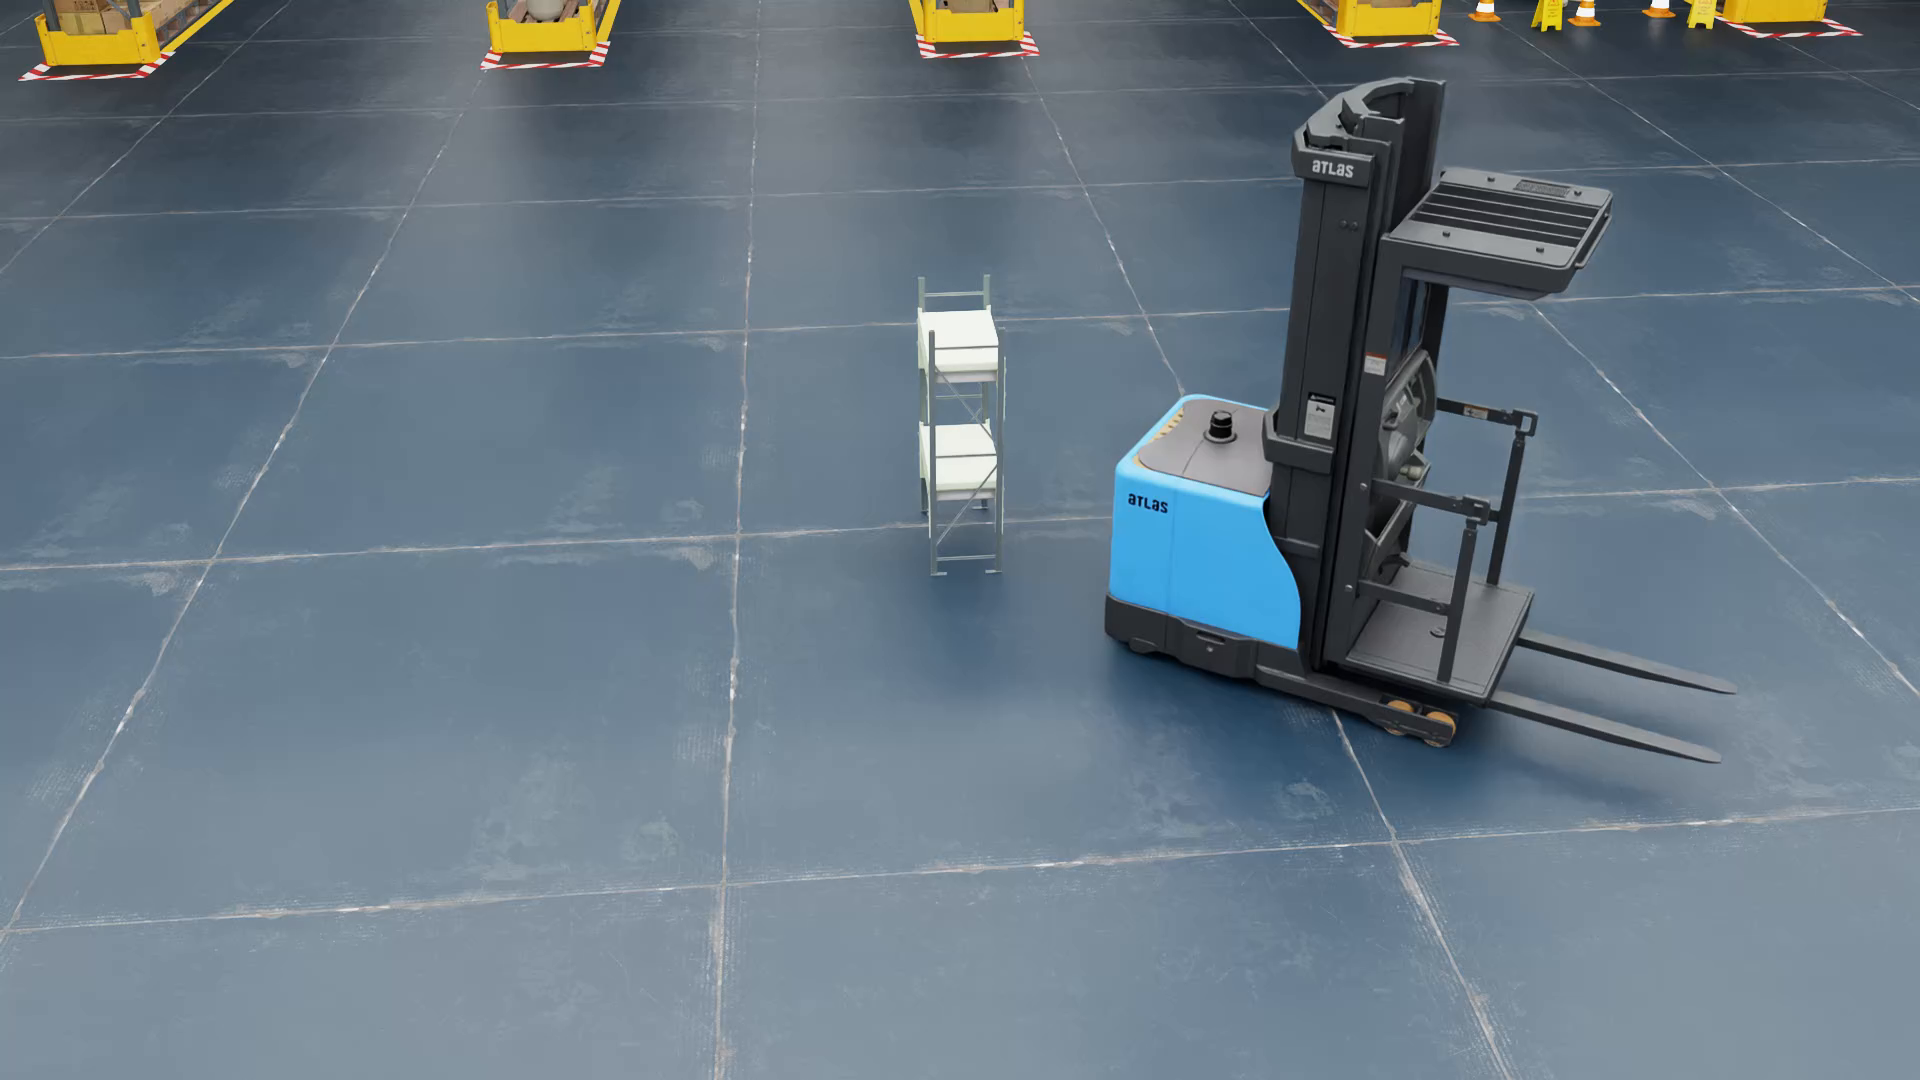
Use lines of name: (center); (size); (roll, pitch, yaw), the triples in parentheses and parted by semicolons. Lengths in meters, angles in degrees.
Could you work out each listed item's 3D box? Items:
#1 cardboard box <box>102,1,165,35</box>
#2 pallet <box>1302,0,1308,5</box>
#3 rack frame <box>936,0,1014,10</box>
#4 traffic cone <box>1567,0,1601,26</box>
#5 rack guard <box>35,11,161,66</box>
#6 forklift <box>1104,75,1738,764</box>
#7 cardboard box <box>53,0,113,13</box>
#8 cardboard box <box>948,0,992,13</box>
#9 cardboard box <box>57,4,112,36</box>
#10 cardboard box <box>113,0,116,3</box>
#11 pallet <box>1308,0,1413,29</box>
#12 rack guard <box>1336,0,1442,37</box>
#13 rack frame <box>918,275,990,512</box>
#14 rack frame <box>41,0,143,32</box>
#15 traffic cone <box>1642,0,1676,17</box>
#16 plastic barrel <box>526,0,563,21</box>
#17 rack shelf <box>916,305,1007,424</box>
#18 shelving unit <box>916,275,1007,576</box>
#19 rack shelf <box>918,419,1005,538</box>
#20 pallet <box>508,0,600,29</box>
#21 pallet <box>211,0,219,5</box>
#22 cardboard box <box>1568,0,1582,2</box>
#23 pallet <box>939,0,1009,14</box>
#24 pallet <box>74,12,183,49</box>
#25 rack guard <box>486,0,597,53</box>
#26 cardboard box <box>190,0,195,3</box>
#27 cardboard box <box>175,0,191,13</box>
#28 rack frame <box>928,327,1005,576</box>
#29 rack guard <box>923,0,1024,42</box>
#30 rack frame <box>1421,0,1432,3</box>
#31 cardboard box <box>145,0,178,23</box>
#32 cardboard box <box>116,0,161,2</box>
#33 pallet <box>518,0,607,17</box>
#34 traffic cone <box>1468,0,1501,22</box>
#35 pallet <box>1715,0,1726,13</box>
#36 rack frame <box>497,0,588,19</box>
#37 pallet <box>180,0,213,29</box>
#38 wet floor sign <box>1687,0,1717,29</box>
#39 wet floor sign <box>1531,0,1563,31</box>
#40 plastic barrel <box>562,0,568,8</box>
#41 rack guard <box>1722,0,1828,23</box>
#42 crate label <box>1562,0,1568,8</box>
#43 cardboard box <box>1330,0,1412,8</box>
cardboard box: (-9.527, -6.021, 19.176); (0.500, 0.250, 0.500); (-3, 31, -5)
pallet: (4.849, -7.224, 21.638); (1.003, 0.211, 1.213); (-3, 31, -5)
rack frame: (0.165, -7.209, 18.894); (1.000, 3.000, 0.127); (-3, 31, -5)
traffic cone: (7.634, -6.526, 20.224); (0.336, 0.463, 0.334); (-3, 31, -5)
rack guard: (-9.696, -5.651, 18.723); (1.175, 0.500, 0.348); (-3, 31, -5)
forklift: (2.308, -0.568, 7.842); (3.031, 2.935, 1.130); (16, 34, 24)
cardboard box: (-10.045, -6.318, 18.942); (0.500, 0.500, 0.500); (-3, 31, -5)
cardboard box: (0.123, -6.636, 19.962); (0.500, 0.500, 0.500); (3, 31, 5)
cardboard box: (-10.043, -5.996, 19.135); (0.500, 0.250, 0.500); (-3, 31, -5)
cardboard box: (-10.101, -6.250, 19.561); (0.500, 0.250, 0.500); (-3, 31, -5)
pallet: (4.960, -6.602, 20.598); (1.003, 0.211, 1.213); (-3, 31, -5)
rack guard: (5.115, -6.310, 19.826); (1.175, 0.500, 0.348); (-3, 31, -5)
rack frame: (-0.034, -0.827, 9.673); (0.400, 1.500, 0.023); (-3, 31, -5)
rack frame: (-9.698, -6.736, 18.103); (1.000, 3.000, 0.127); (-3, 31, -5)
traffic cone: (8.707, -6.752, 20.604); (0.336, 0.463, 0.334); (-3, 31, -5)
plastic barrel: (-4.904, -6.416, 19.583); (0.421, 0.512, 0.421); (0, 31, 0)
rack shelf: (0.001, -0.976, 9.160); (0.431, 0.370, 0.720); (-3, 31, -5)
shelving unit: (0.001, -0.640, 9.360); (0.431, 1.500, 0.755); (-3, 31, -5)
rack shelf: (0.001, -0.361, 9.527); (0.431, 0.370, 0.720); (-3, 31, -5)
pallet: (-4.891, -6.226, 19.968); (1.003, 0.211, 1.213); (-3, 31, -5)
pallet: (-10.040, -7.173, 21.554); (1.003, 0.211, 1.213); (-3, 31, -5)
cardboard box: (7.898, -7.032, 21.378); (0.380, 0.149, 0.250); (13, 33, 21)
pallet: (0.117, -6.467, 20.371); (1.003, 0.211, 1.213); (-3, 31, -5)
pallet: (-9.812, -5.928, 19.468); (1.003, 0.211, 1.213); (-3, 31, -5)
rack guard: (-4.820, -5.935, 19.199); (1.175, 0.500, 0.348); (-3, 31, -5)
cardboard box: (-9.665, -6.786, 20.459); (0.500, 0.250, 0.500); (-3, 31, -5)
cardboard box: (-9.624, -6.531, 20.031); (0.500, 0.250, 0.500); (-3, 31, -5)
rack frame: (0.035, -0.454, 9.047); (0.400, 1.500, 0.023); (-3, 31, -5)
rack guard: (0.158, -6.175, 19.600); (1.175, 0.500, 0.348); (-3, 31, -5)
rack frame: (5.113, -7.395, 19.205); (1.000, 3.000, 0.127); (-3, 31, -5)
cardboard box: (-9.577, -6.276, 19.603); (0.500, 0.250, 0.500); (-3, 31, -5)
cardboard box: (-9.576, -6.598, 19.411); (0.500, 0.500, 0.500); (-3, 31, -5)
pallet: (-5.002, -6.848, 21.008); (1.003, 0.211, 1.213); (-3, 31, -5)
traffic cone: (6.477, -6.645, 20.424); (0.336, 0.463, 0.334); (-3, 31, -5)
pallet: (9.984, -6.942, 21.166); (1.003, 0.211, 1.213); (-3, 31, -5)
rack frame: (-4.766, -6.972, 18.497); (1.000, 3.000, 0.127); (-3, 31, -5)
pallet: (-9.922, -6.549, 20.508); (1.003, 0.211, 1.213); (-3, 31, -5)
wet floor sign: (8.984, -6.525, 20.044); (0.267, 0.644, 0.232); (8, 32, 13)
wet floor sign: (7.087, -6.464, 19.943); (0.267, 0.644, 0.232); (-8, 32, -13)
plastic barrel: (-4.951, -6.672, 20.012); (0.421, 0.512, 0.421); (0, 31, 0)
rack guard: (10.025, -6.649, 20.395); (1.175, 0.500, 0.348); (-3, 31, -5)
crate label: (7.499, -6.784, 20.974); (0.250, 0.136, 0.298); (-20, 36, -30)
cardboard box: (4.984, -7.006, 20.217); (0.875, 0.875, 0.875); (-3, 31, -4)
